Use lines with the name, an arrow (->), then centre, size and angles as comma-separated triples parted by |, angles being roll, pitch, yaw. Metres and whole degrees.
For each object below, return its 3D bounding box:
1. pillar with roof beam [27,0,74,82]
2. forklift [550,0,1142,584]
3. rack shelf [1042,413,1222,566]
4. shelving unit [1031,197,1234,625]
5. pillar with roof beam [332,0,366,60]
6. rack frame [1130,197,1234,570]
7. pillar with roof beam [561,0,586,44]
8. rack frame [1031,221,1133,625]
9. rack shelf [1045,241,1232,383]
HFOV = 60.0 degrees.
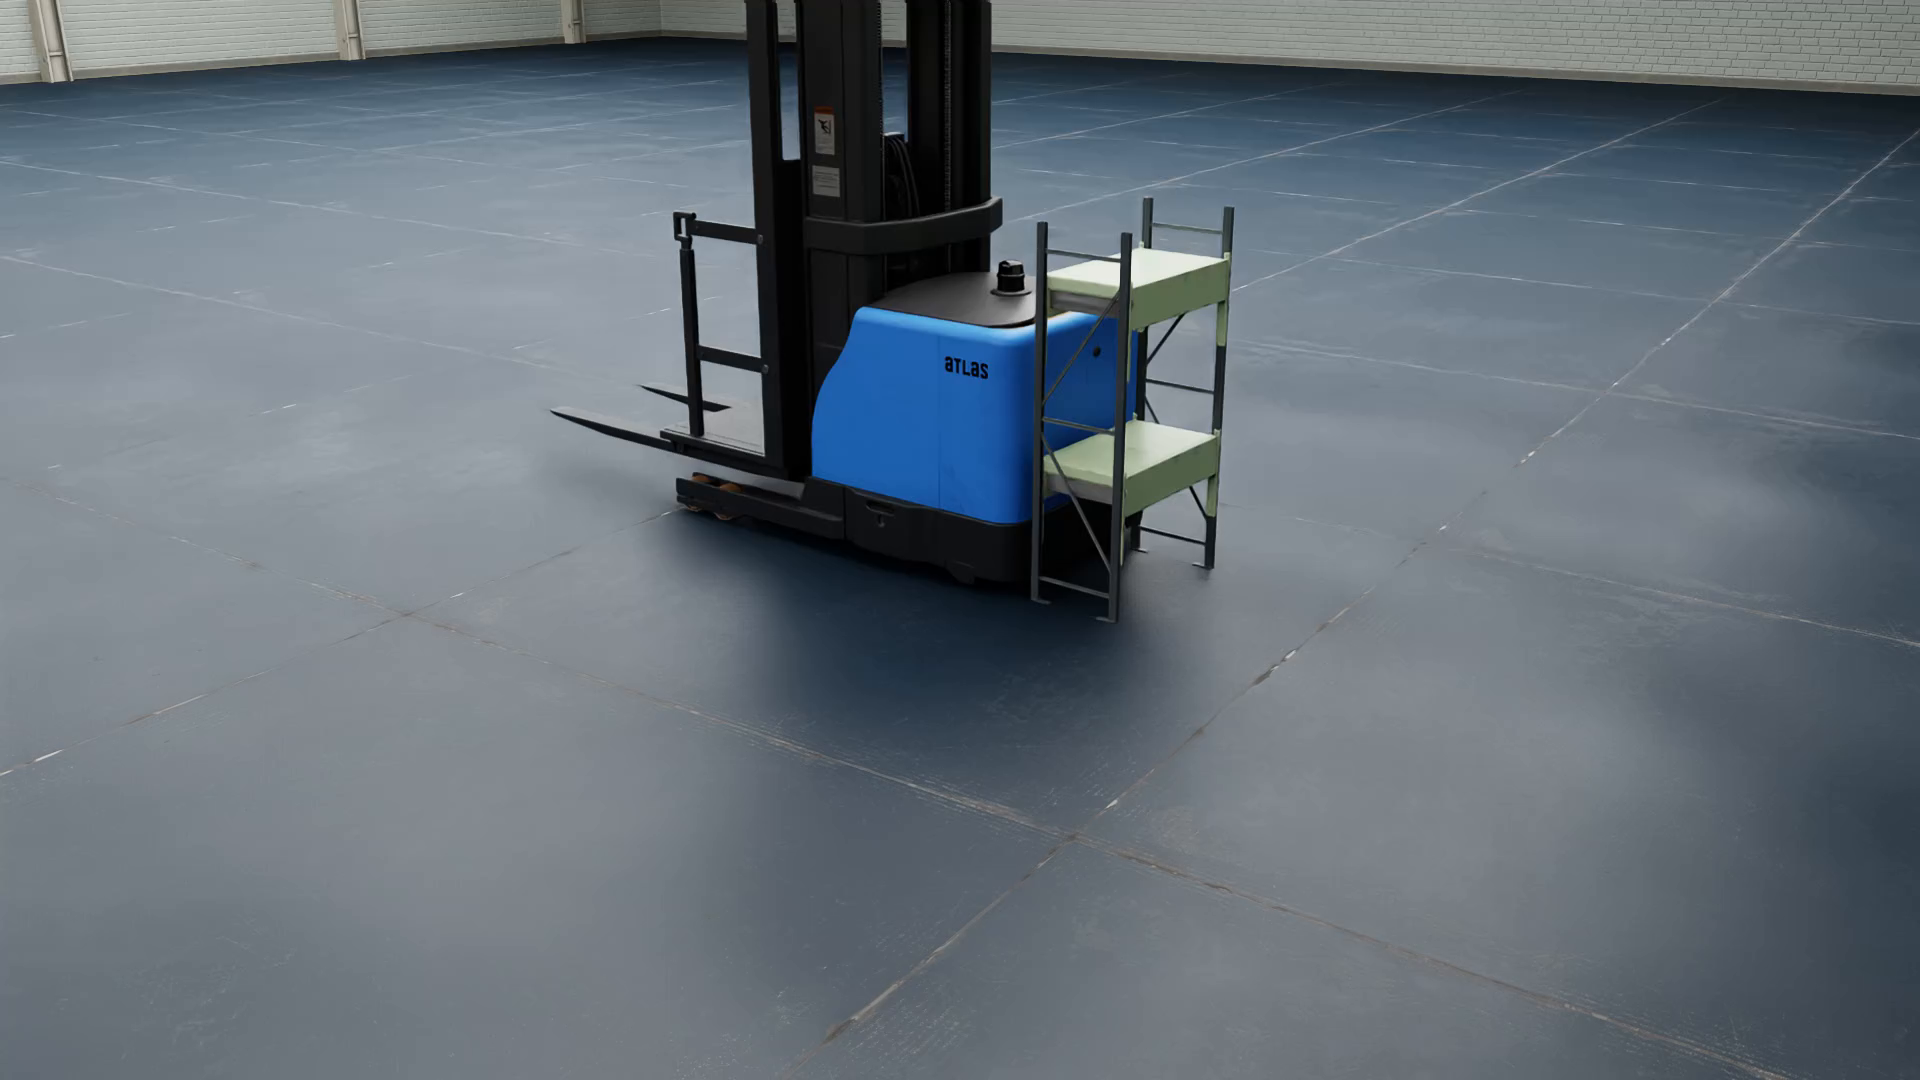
pillar with roof beam -> -11.959, -11.273, 24.769 | 9.100, 9.000, 0.400 | 13, 24, 32
forklift -> -0.673, -1.590, 7.339 | 3.031, 2.935, 1.130 | 15, 25, 35
rack shelf -> 0.671, -0.218, 6.631 | 0.431, 0.370, 0.720 | 15, 25, 35
shelving unit -> 0.671, -0.523, 6.518 | 0.431, 1.500, 0.755 | 15, 25, 35
pillar with roof beam -> -8.586, -12.994, 29.423 | 9.100, 9.000, 0.400 | 13, 24, 32
rack frame -> 0.895, -0.624, 6.789 | 0.400, 1.500, 0.023 | 15, 25, 35
pillar with roof beam -> -5.213, -14.716, 34.077 | 9.100, 9.000, 0.400 | 13, 24, 32
rack frame -> 0.446, -0.423, 6.247 | 0.400, 1.500, 0.023 | 15, 25, 35
rack shelf -> 0.671, -0.889, 6.382 | 0.431, 0.370, 0.720 | 15, 25, 35
